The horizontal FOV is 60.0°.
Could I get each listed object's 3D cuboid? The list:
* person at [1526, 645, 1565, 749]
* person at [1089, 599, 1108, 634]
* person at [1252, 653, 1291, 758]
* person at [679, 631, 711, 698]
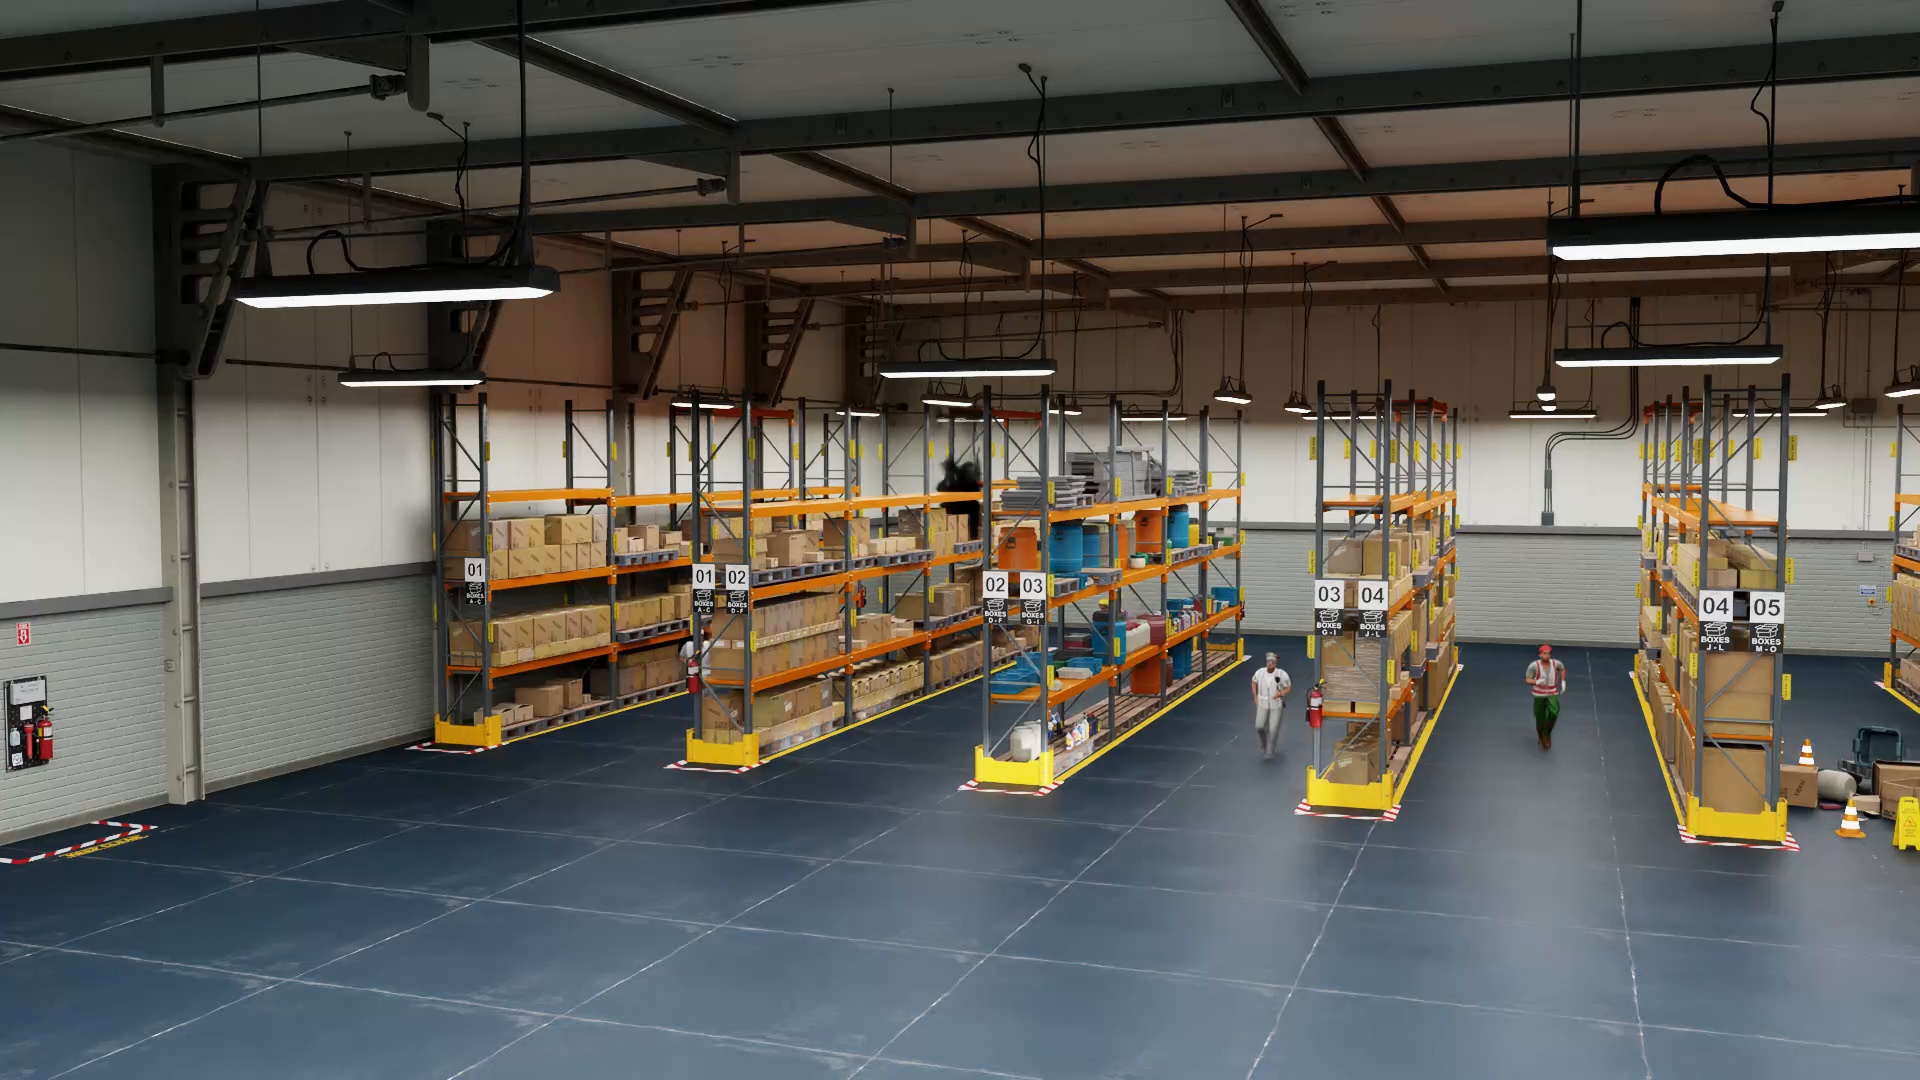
[{"bbox_3d":[9.822,2.620,27.865,0.697,1.742,0.807,0,3,7],"label":"person"},{"bbox_3d":[3.174,2.182,36.646,0.727,1.751,0.650,1,3,24],"label":"person"},{"bbox_3d":[5.036,2.690,27.011,0.662,1.733,0.630,1,3,19],"label":"person"},{"bbox_3d":[-4.795,2.507,30.457,0.651,1.837,0.853,1,3,10],"label":"person"}]
